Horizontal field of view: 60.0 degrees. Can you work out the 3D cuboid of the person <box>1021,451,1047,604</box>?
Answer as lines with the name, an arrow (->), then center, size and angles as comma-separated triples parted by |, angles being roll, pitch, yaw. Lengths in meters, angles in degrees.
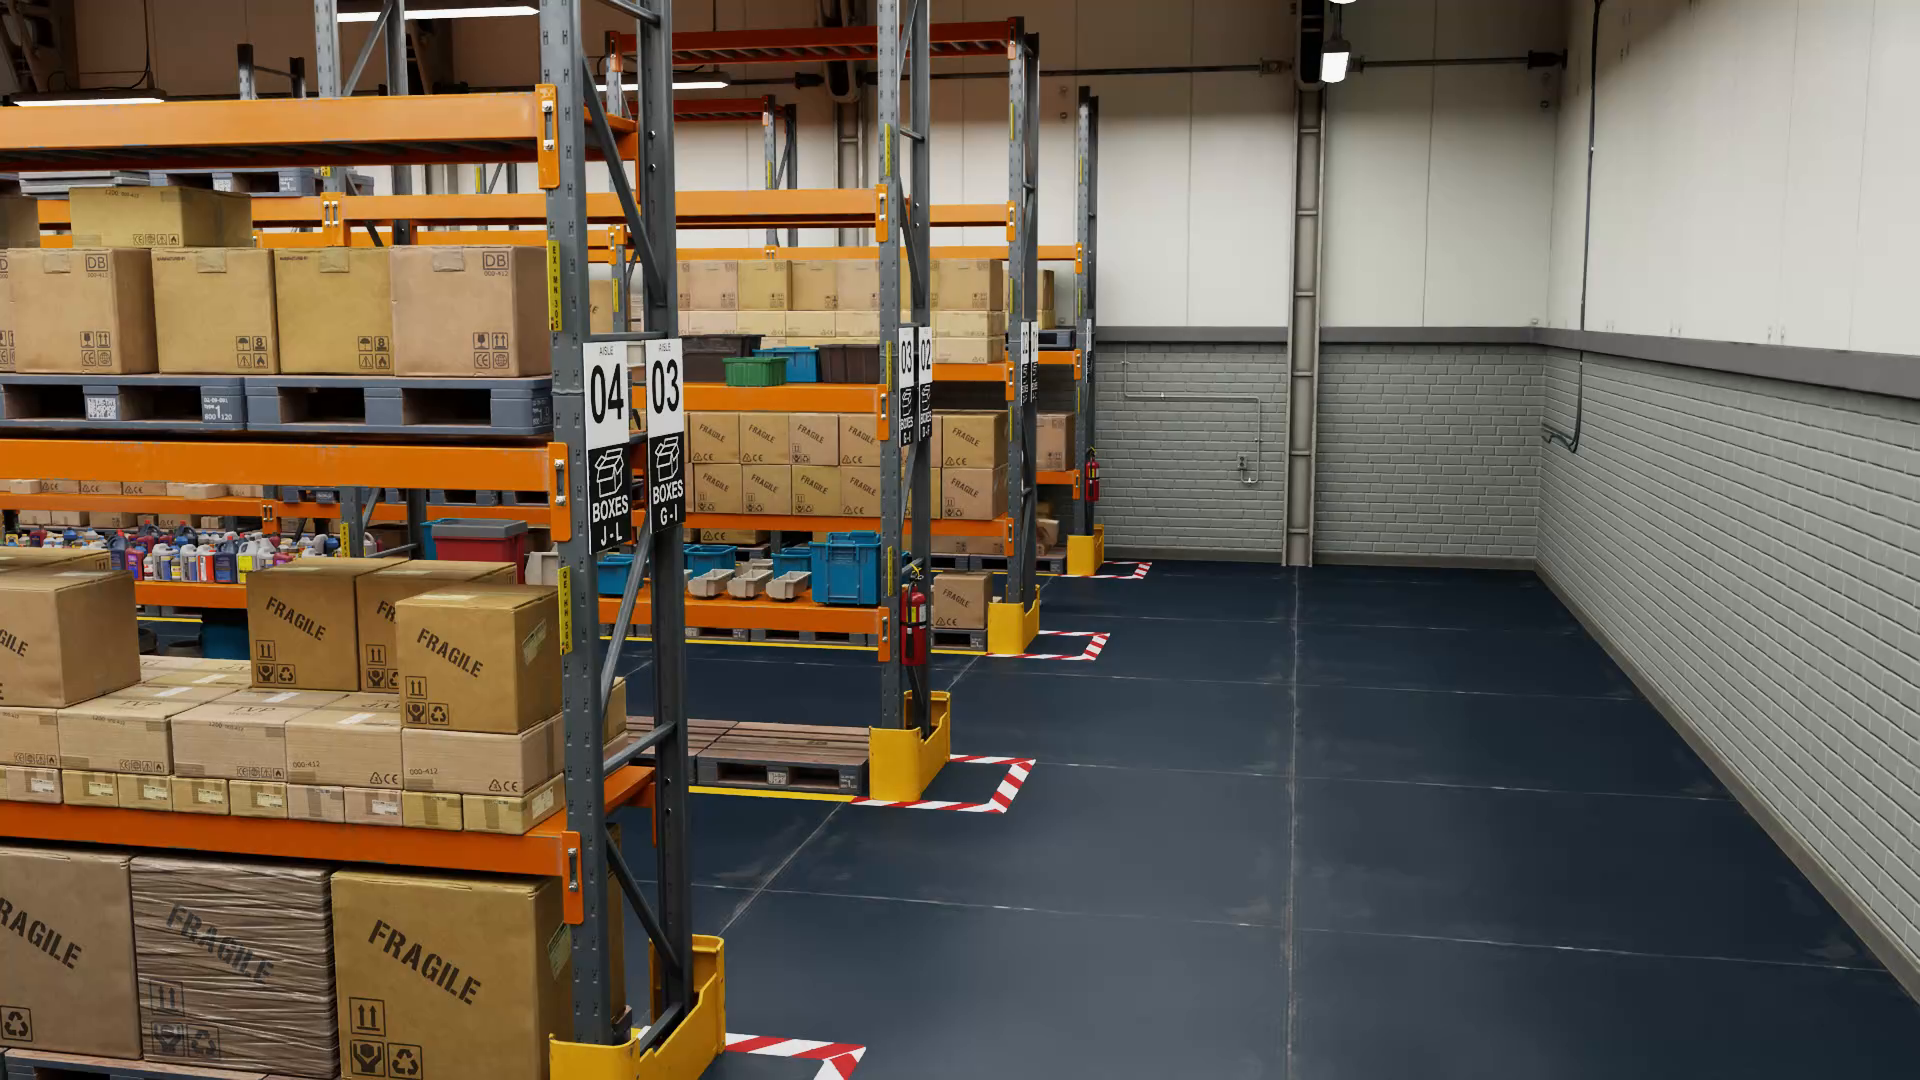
person -> 0.743, -0.118, 18.573 | 0.496, 1.768, 0.566 | 1, 8, 10
